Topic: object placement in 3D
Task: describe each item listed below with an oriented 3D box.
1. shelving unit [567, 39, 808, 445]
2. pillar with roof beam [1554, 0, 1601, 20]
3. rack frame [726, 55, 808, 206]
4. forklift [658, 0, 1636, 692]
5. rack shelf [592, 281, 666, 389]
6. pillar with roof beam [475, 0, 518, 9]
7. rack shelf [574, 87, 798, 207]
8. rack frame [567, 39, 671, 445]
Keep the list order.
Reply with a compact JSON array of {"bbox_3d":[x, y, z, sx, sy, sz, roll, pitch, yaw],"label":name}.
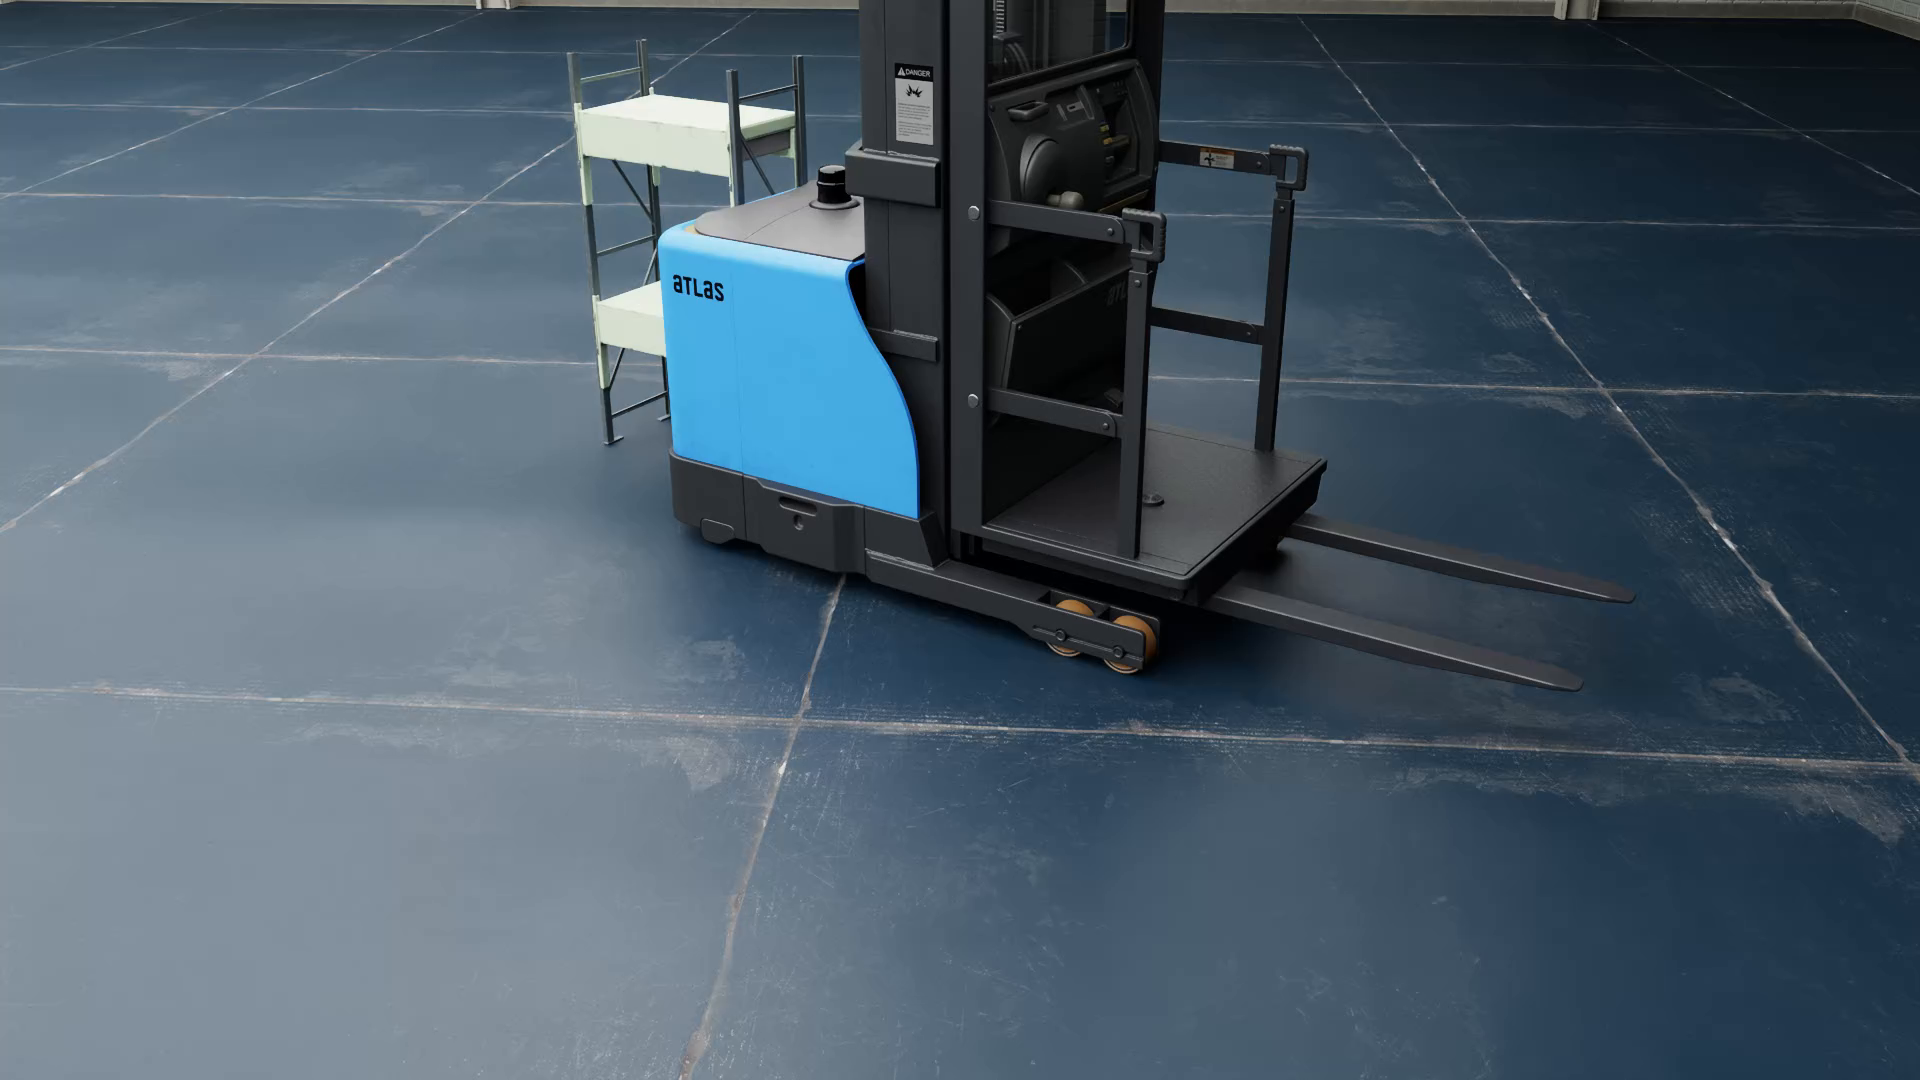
[{"bbox_3d":[-0.981,-1.047,6.230,0.755,1.500,0.431,15,29,29],"label":"shelving unit"},{"bbox_3d":[6.371,-7.981,12.329,0.400,9.000,9.100,2,25,4],"label":"pillar with roof beam"},{"bbox_3d":[-0.671,-0.965,6.053,0.023,1.500,0.400,15,29,29],"label":"rack frame"},{"bbox_3d":[0.525,-1.192,4.834,3.031,2.935,1.130,15,29,29],"label":"forklift"},{"bbox_3d":[-0.981,-0.750,6.367,0.720,0.370,0.431,15,29,29],"label":"rack shelf"},{"bbox_3d":[-5.594,-8.365,13.163,0.400,9.000,9.100,2,25,4],"label":"pillar with roof beam"},{"bbox_3d":[-0.981,-1.401,6.067,0.720,0.370,0.431,15,29,29],"label":"rack shelf"},{"bbox_3d":[-1.291,-1.128,6.407,0.023,1.500,0.400,15,29,29],"label":"rack frame"}]
